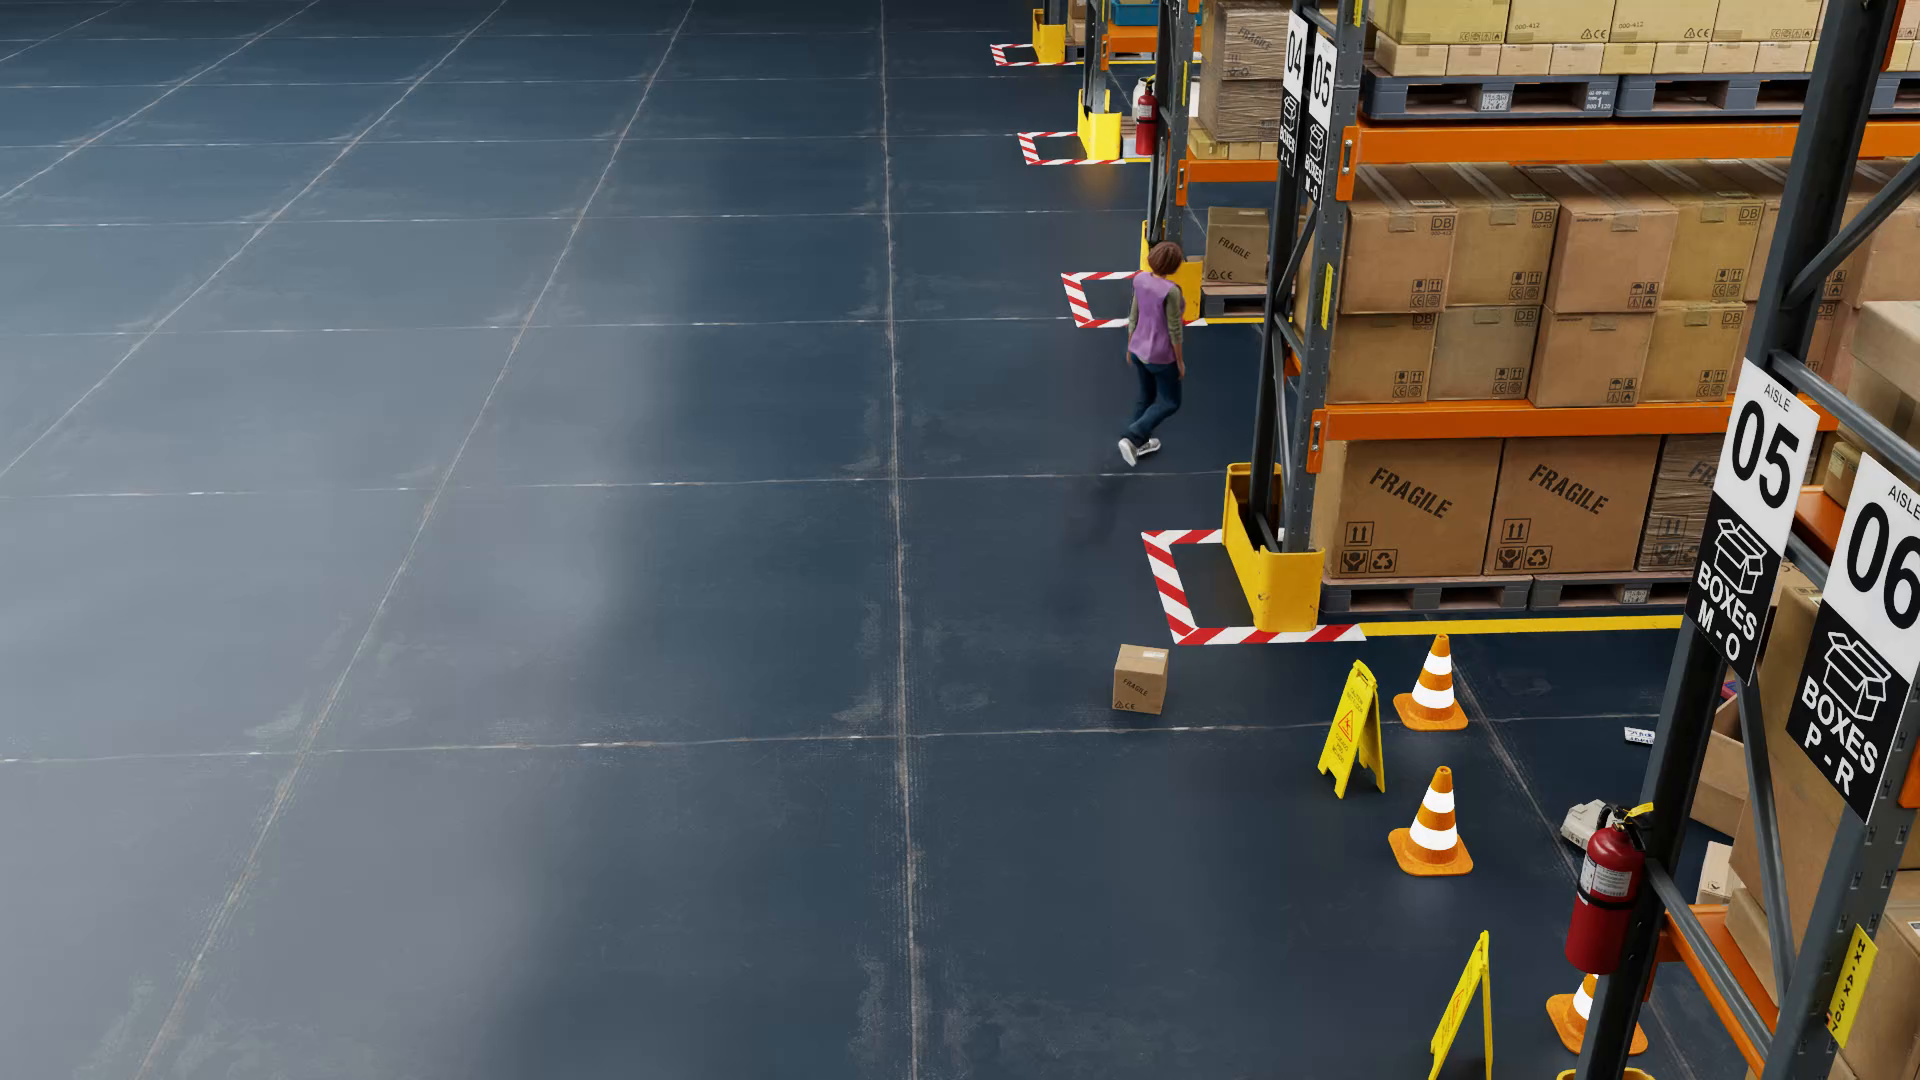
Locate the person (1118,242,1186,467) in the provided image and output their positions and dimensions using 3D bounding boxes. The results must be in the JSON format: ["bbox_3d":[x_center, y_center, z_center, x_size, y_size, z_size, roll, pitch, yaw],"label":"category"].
[{"bbox_3d":[1.247,-1.198,10.873,0.607,1.574,0.444,-21,35,-34],"label":"person"}]
